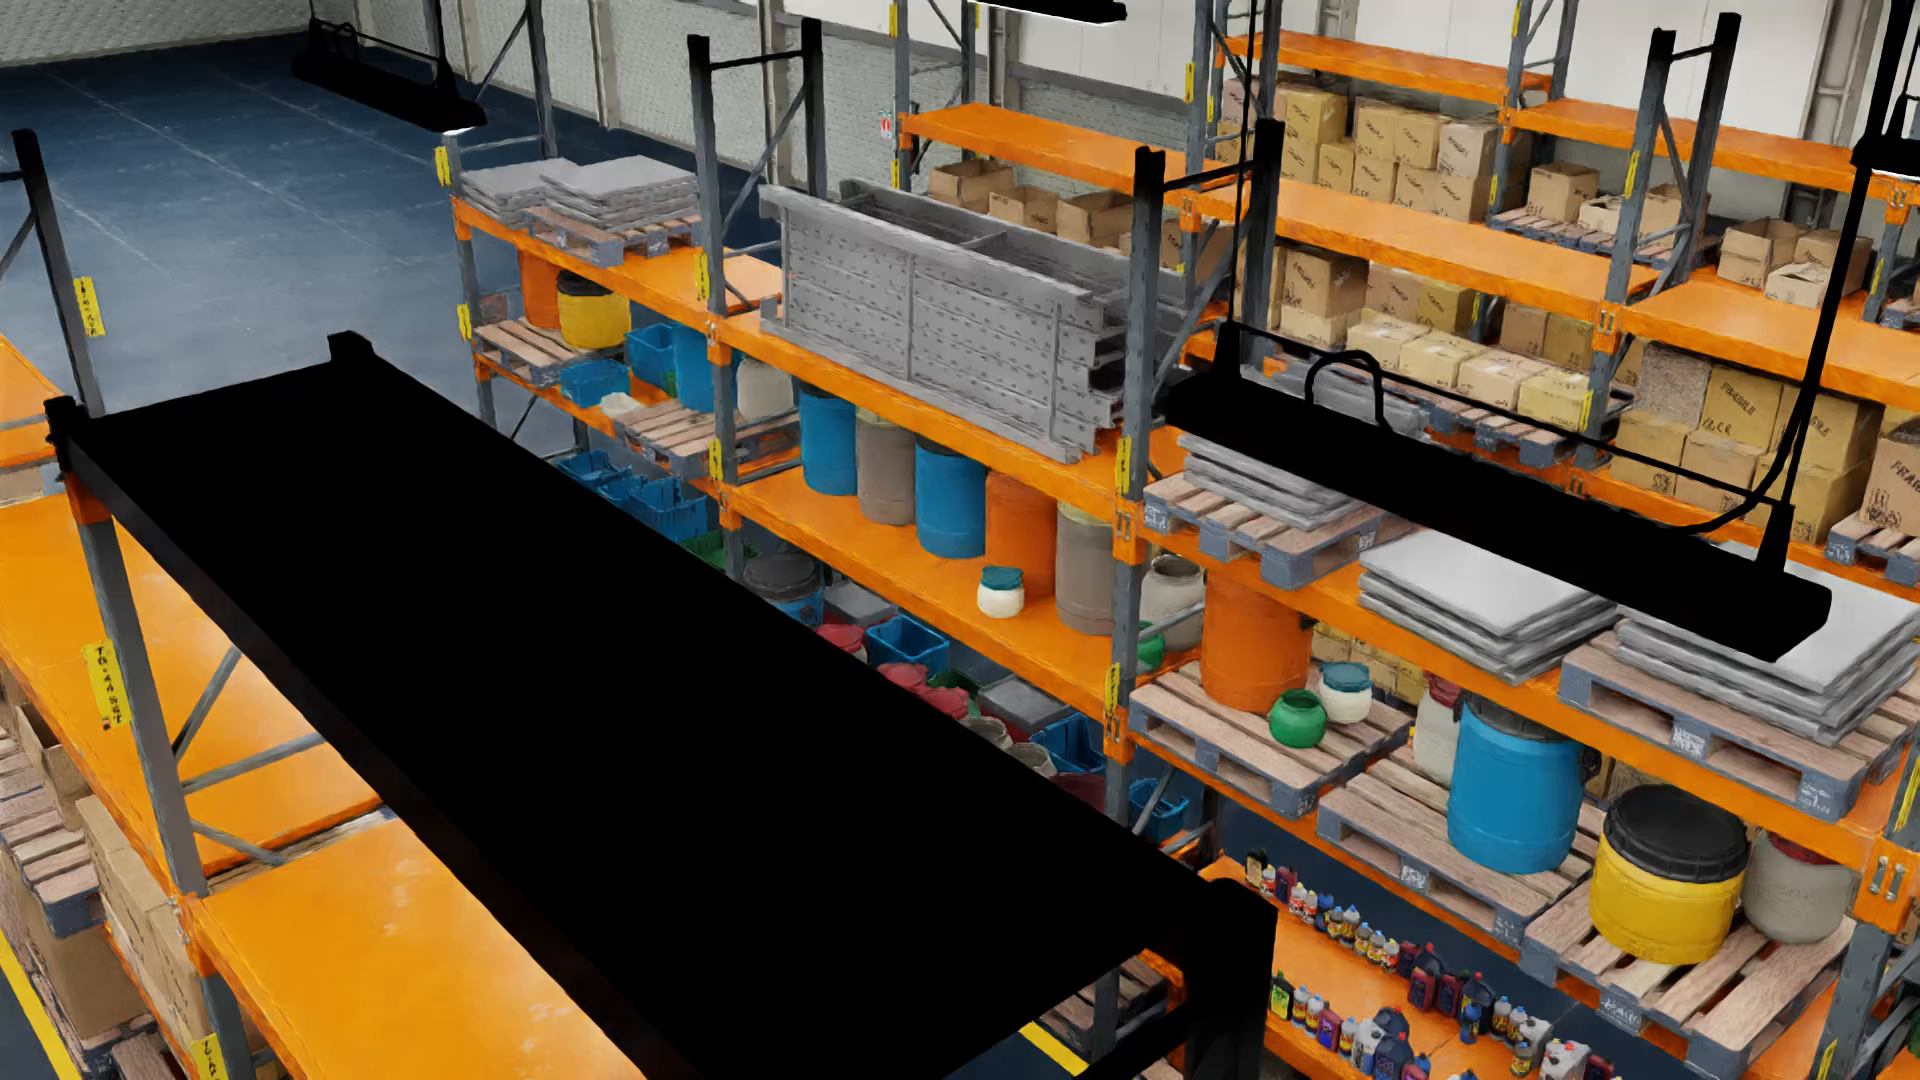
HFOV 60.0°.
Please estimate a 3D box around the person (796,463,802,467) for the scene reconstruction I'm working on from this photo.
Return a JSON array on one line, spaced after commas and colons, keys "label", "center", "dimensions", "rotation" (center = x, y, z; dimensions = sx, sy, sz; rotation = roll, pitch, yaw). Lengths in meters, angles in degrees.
[{"label": "person", "center": [-1.402, -0.670, 16.900], "dimensions": [0.645, 1.772, 0.464], "rotation": [10, 29, 19]}]
